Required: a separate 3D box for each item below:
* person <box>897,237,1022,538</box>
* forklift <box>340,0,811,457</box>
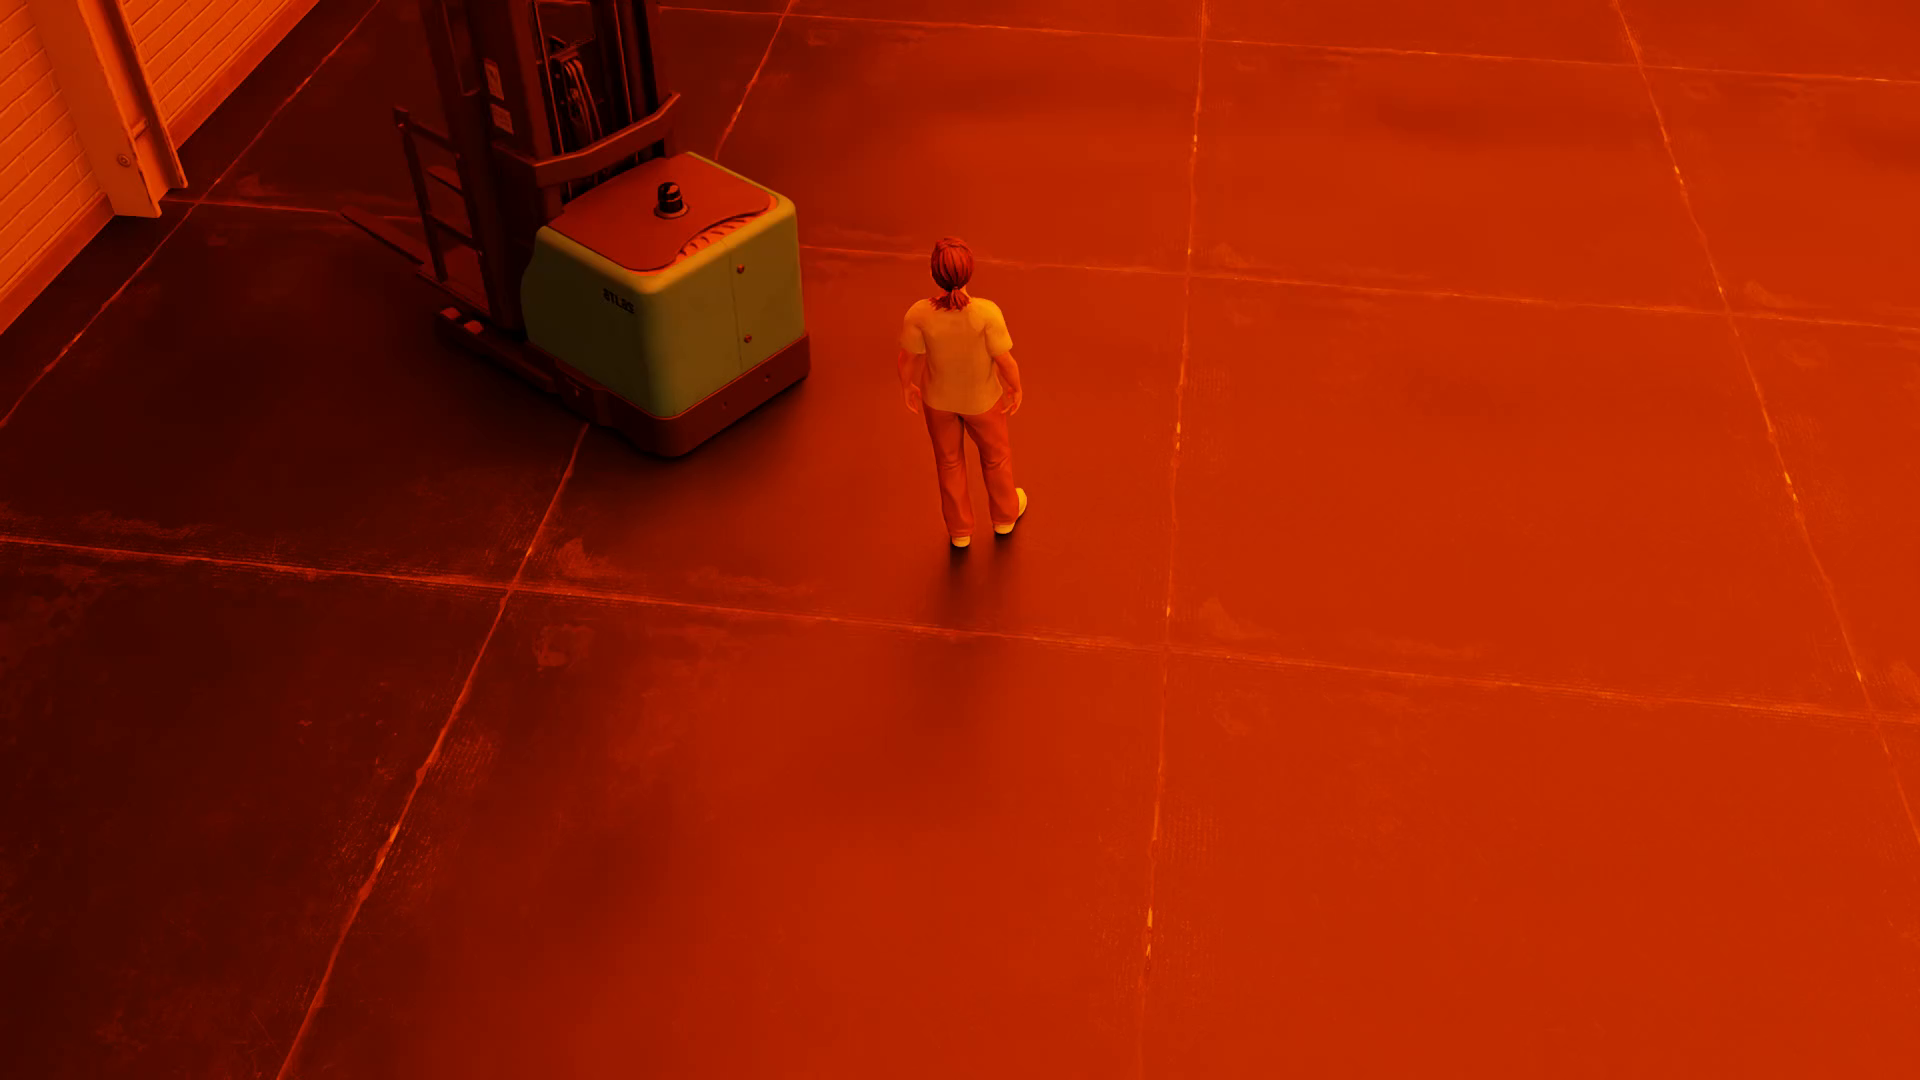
[{"bbox_3d":[0.003,-0.655,7.306,0.536,1.609,0.428,5,43,6],"label":"person"},{"bbox_3d":[-2.235,-2.341,8.272,3.031,2.935,1.130,30,50,29],"label":"forklift"}]
